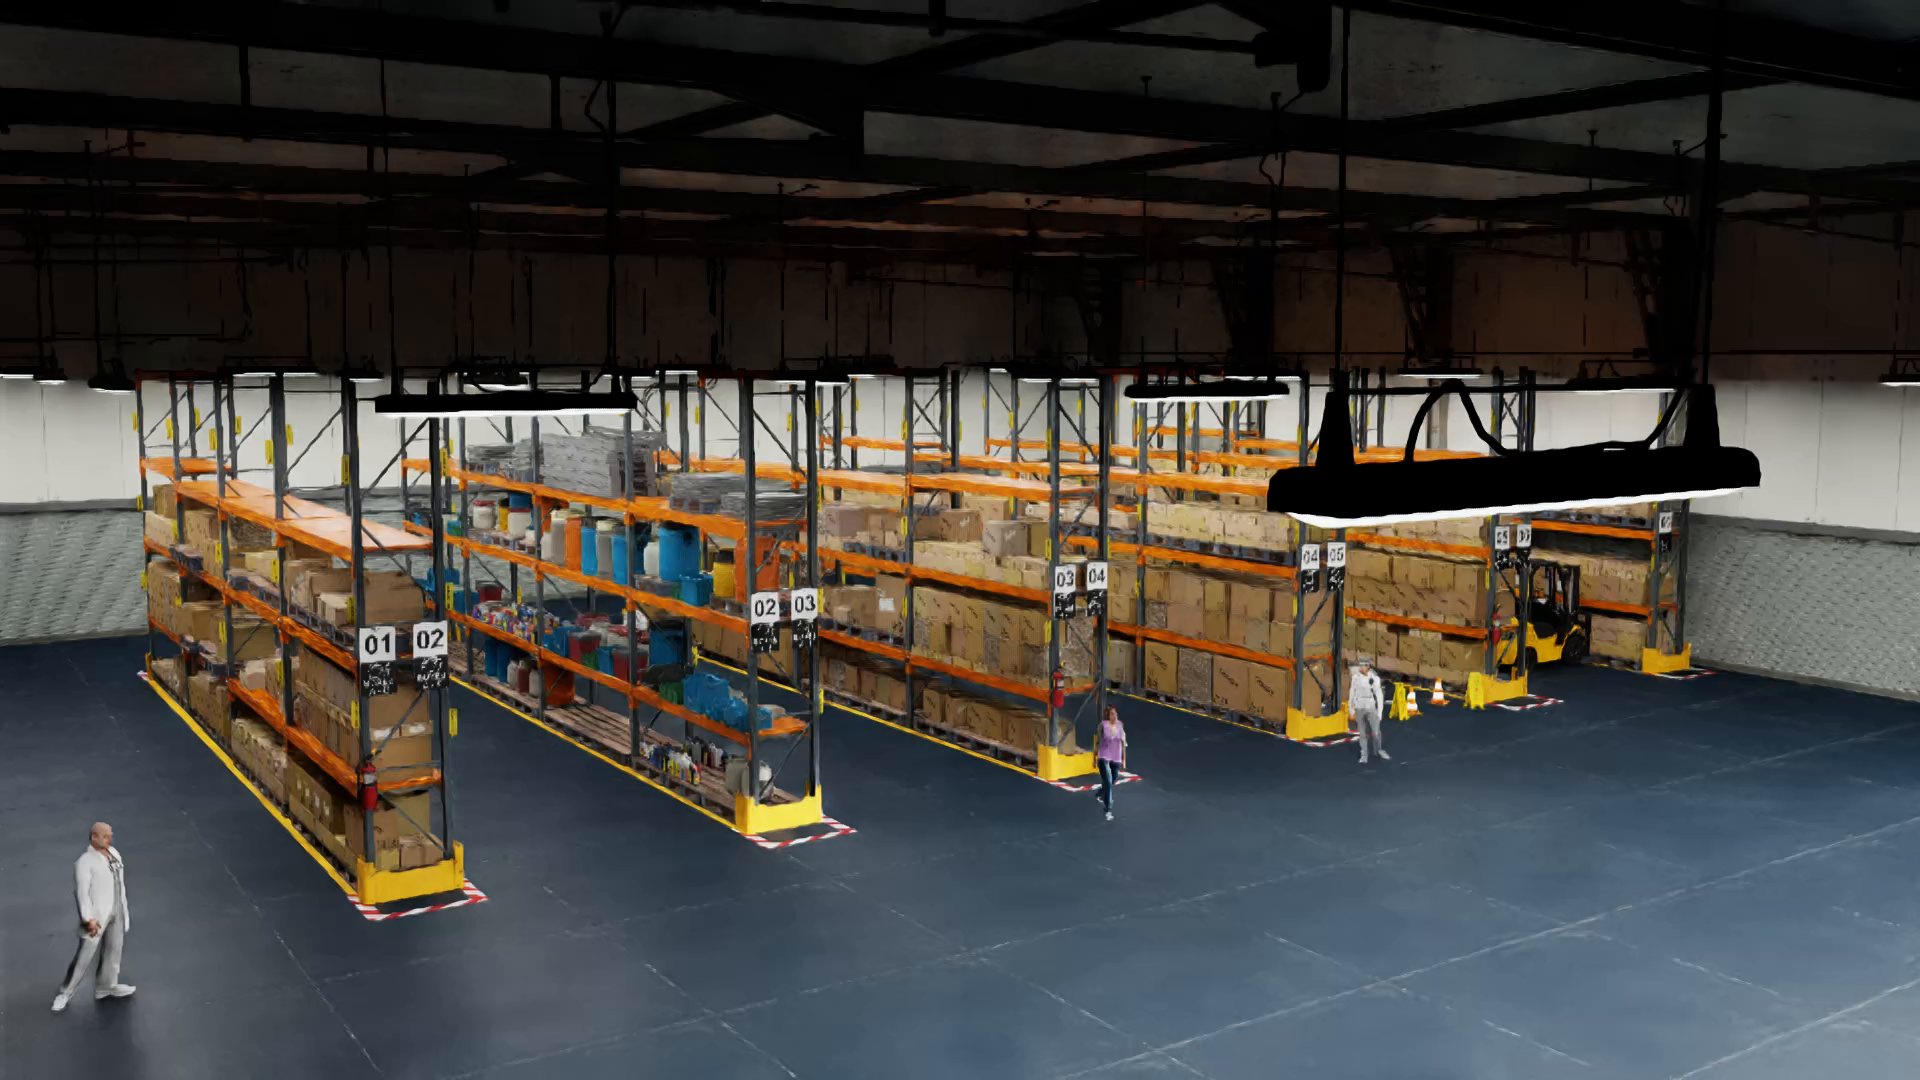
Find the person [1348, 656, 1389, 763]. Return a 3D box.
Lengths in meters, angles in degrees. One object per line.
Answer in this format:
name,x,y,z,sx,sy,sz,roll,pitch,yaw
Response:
person,6.301,2.609,25.627,0.630,1.659,0.439,3,7,23

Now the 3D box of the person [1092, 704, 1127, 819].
person,2.051,2.985,22.787,0.435,1.543,0.849,-2,7,-17

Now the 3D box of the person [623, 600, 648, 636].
person,-6.022,1.940,31.064,0.625,1.767,0.490,4,8,33

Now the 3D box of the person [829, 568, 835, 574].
person,-3.101,0.669,42.770,0.570,1.653,0.481,3,7,23

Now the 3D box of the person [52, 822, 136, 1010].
person,-8.461,3.638,16.151,0.539,1.768,0.782,2,7,13
